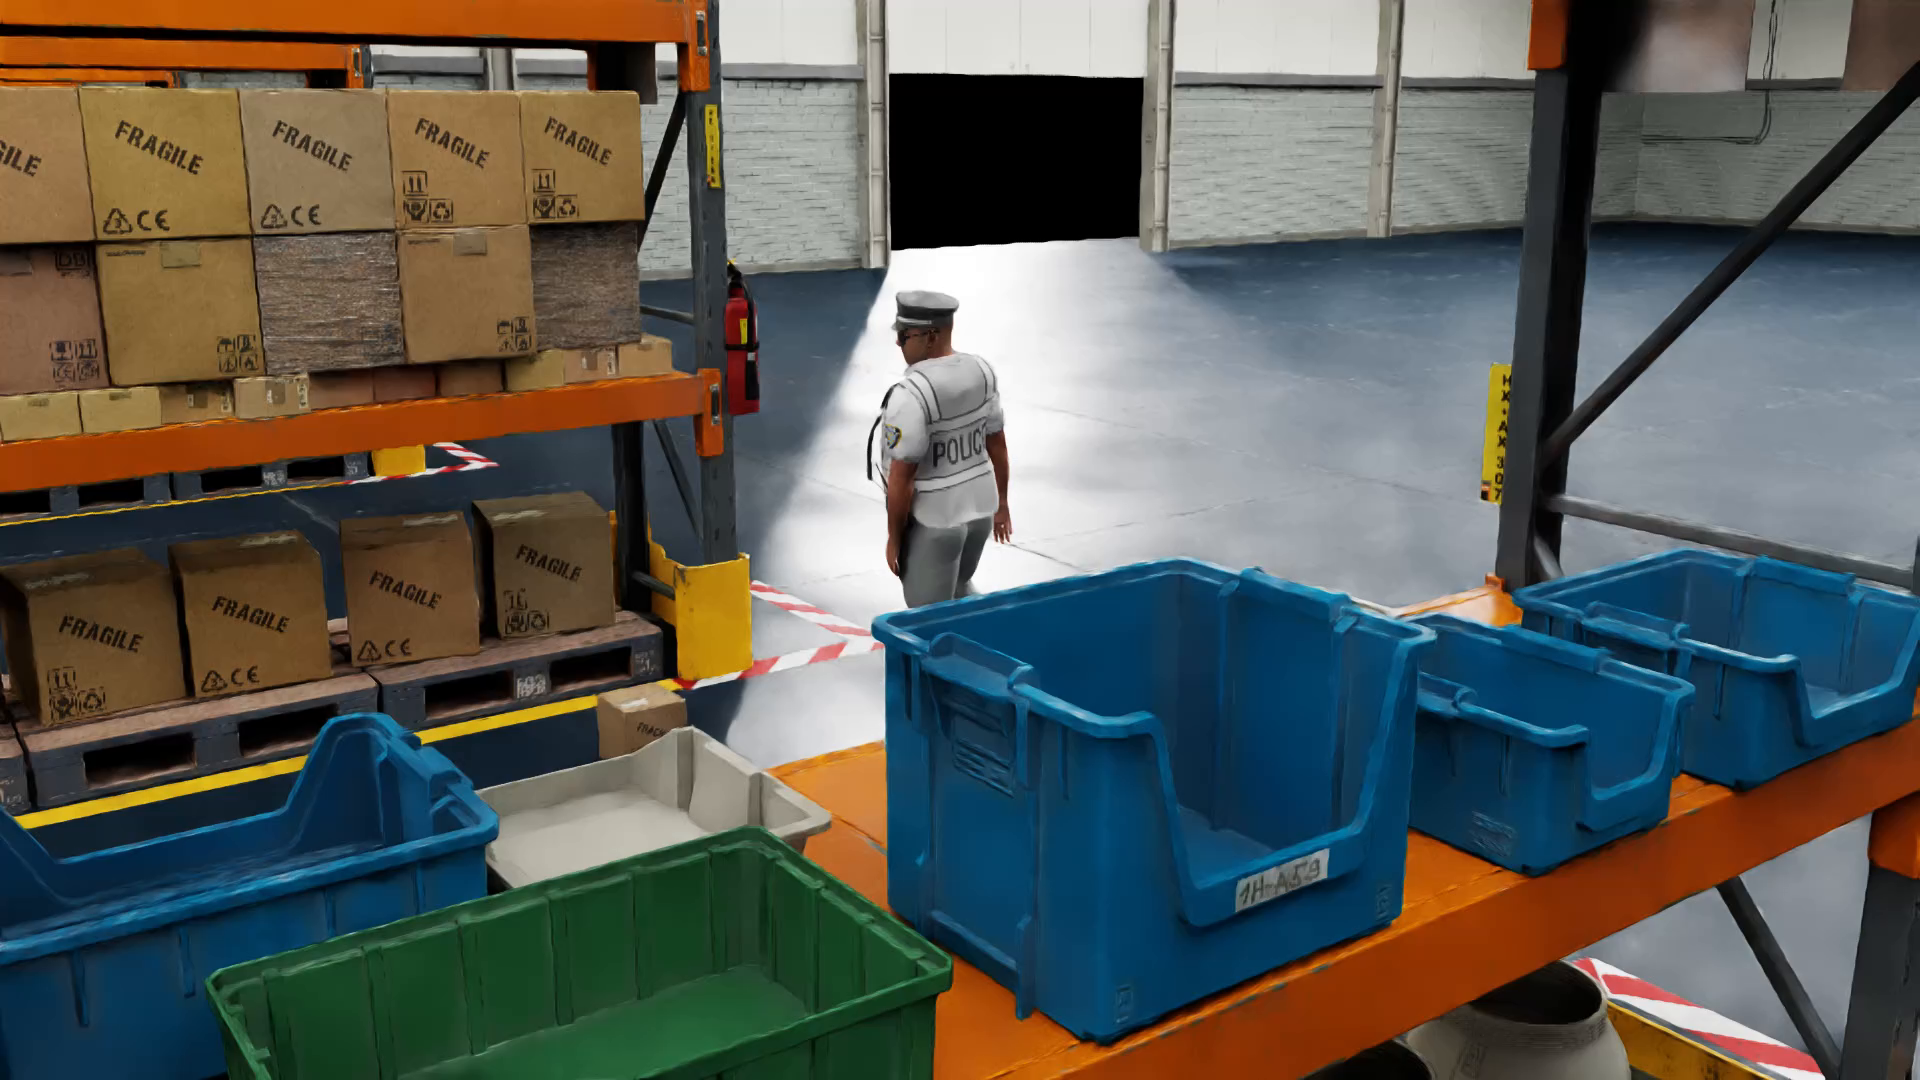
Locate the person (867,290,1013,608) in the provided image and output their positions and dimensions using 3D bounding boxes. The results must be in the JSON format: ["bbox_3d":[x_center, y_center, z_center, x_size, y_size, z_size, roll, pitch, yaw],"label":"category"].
[{"bbox_3d":[-0.056,-0.077,6.284,0.476,1.748,0.690,12,19,40],"label":"person"}]
